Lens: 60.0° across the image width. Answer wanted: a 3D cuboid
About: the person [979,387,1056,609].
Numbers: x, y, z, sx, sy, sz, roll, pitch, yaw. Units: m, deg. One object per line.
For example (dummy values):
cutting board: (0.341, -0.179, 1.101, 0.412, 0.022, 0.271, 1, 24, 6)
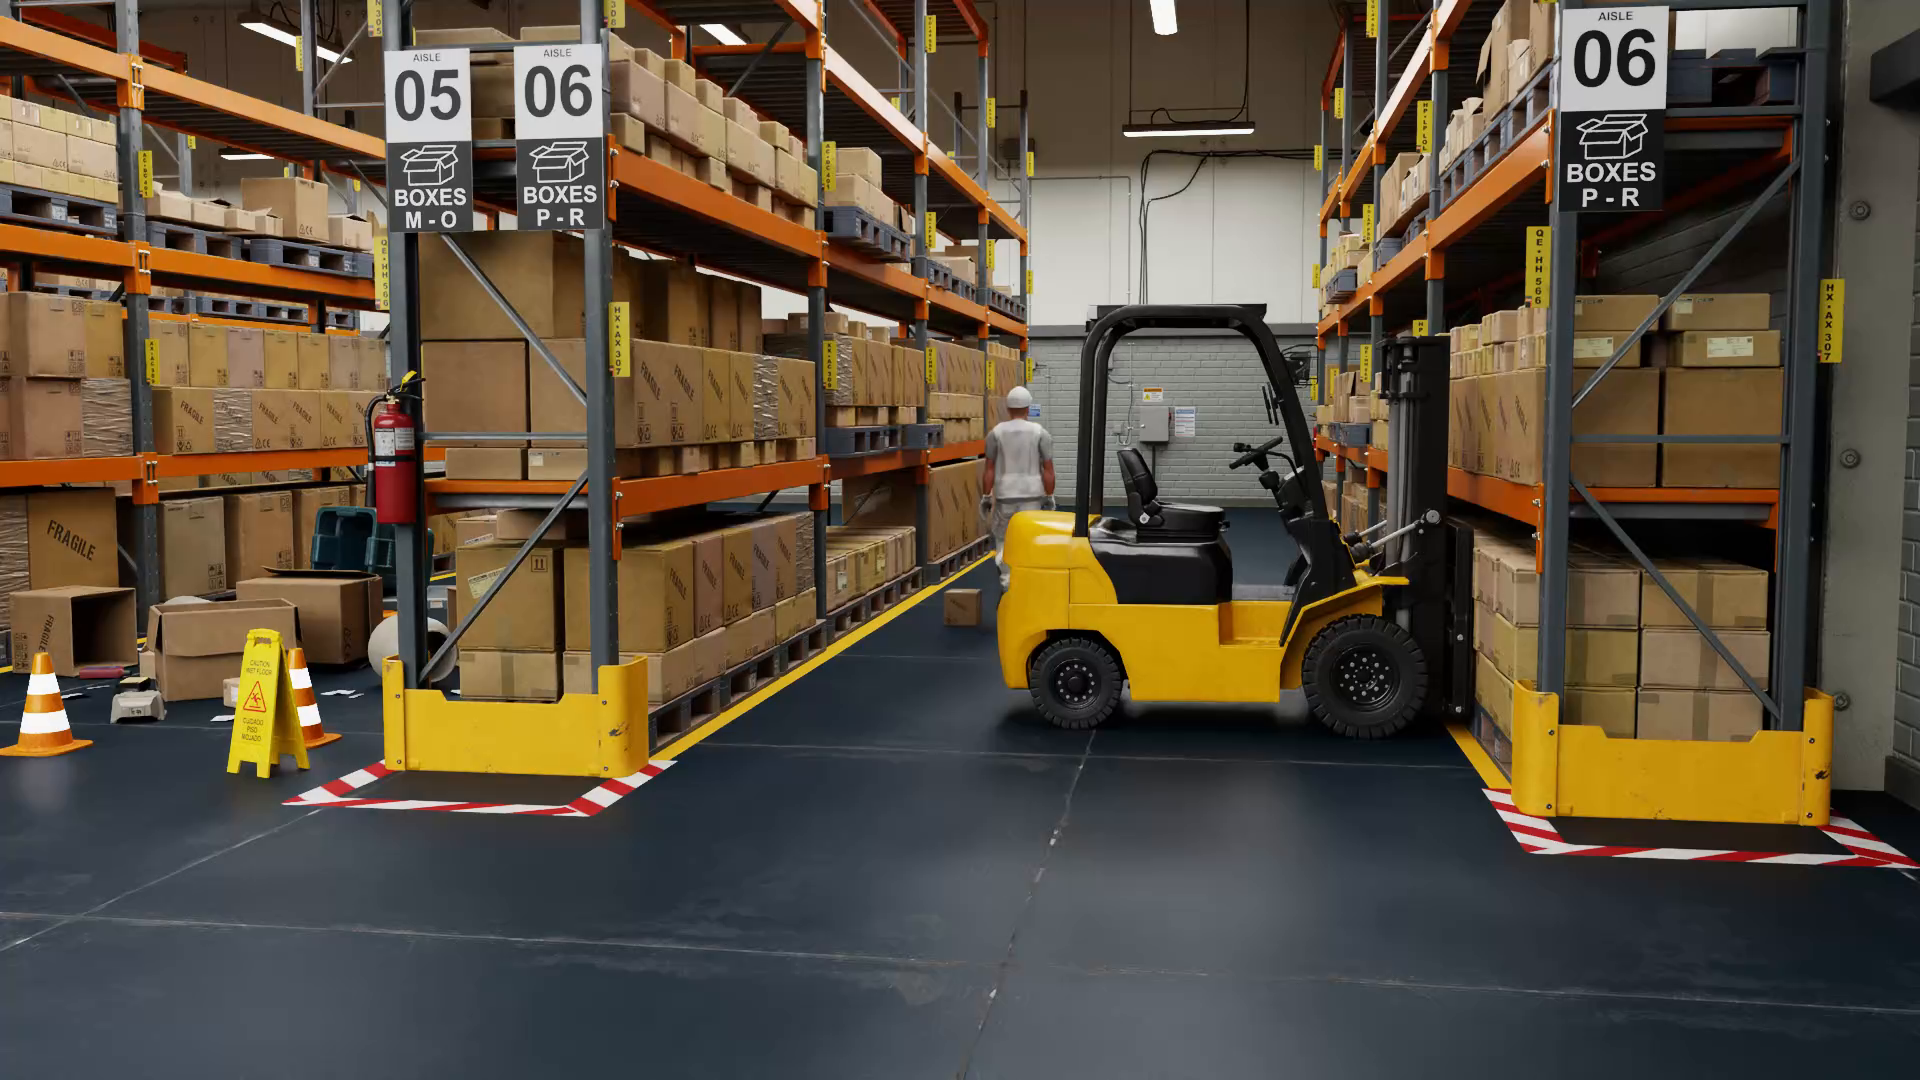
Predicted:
person: (0.462, -0.309, 13.159, 0.594, 1.804, 0.467, 1, 4, 9)
